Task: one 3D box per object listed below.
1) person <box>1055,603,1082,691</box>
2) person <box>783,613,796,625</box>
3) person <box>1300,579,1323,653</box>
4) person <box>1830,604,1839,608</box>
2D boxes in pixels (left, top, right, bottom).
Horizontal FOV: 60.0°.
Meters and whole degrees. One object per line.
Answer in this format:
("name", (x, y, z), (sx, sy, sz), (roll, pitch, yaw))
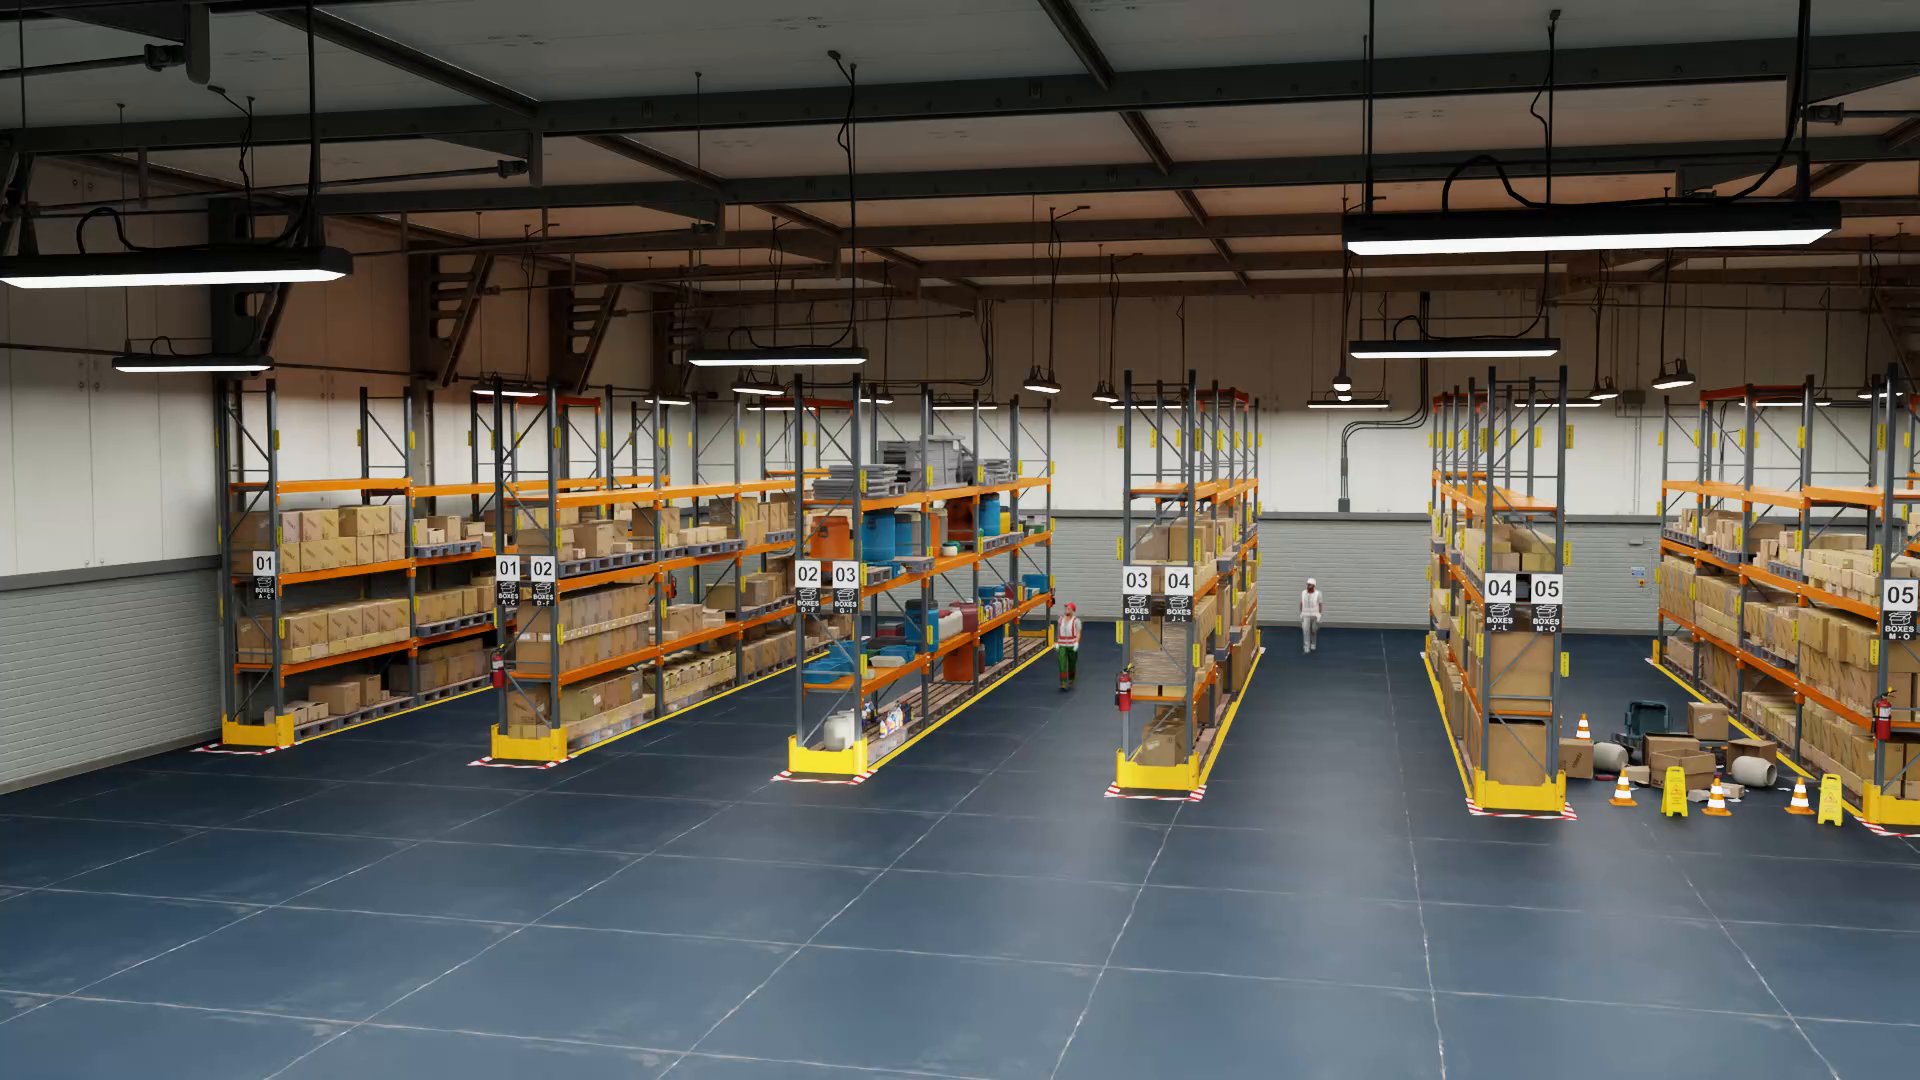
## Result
("person", (2.173, 2.133, 33.337), (0.531, 1.736, 1.048), (0, 3, 3))
("person", (-4.385, 1.568, 43.008), (0.532, 1.668, 0.558), (1, 3, 9))
("person", (8.245, 1.774, 39.031), (0.538, 1.733, 1.046), (1, 3, 11))
("person", (18.150, 2.095, 34.805), (0.567, 1.719, 0.570), (3, 5, 41))
